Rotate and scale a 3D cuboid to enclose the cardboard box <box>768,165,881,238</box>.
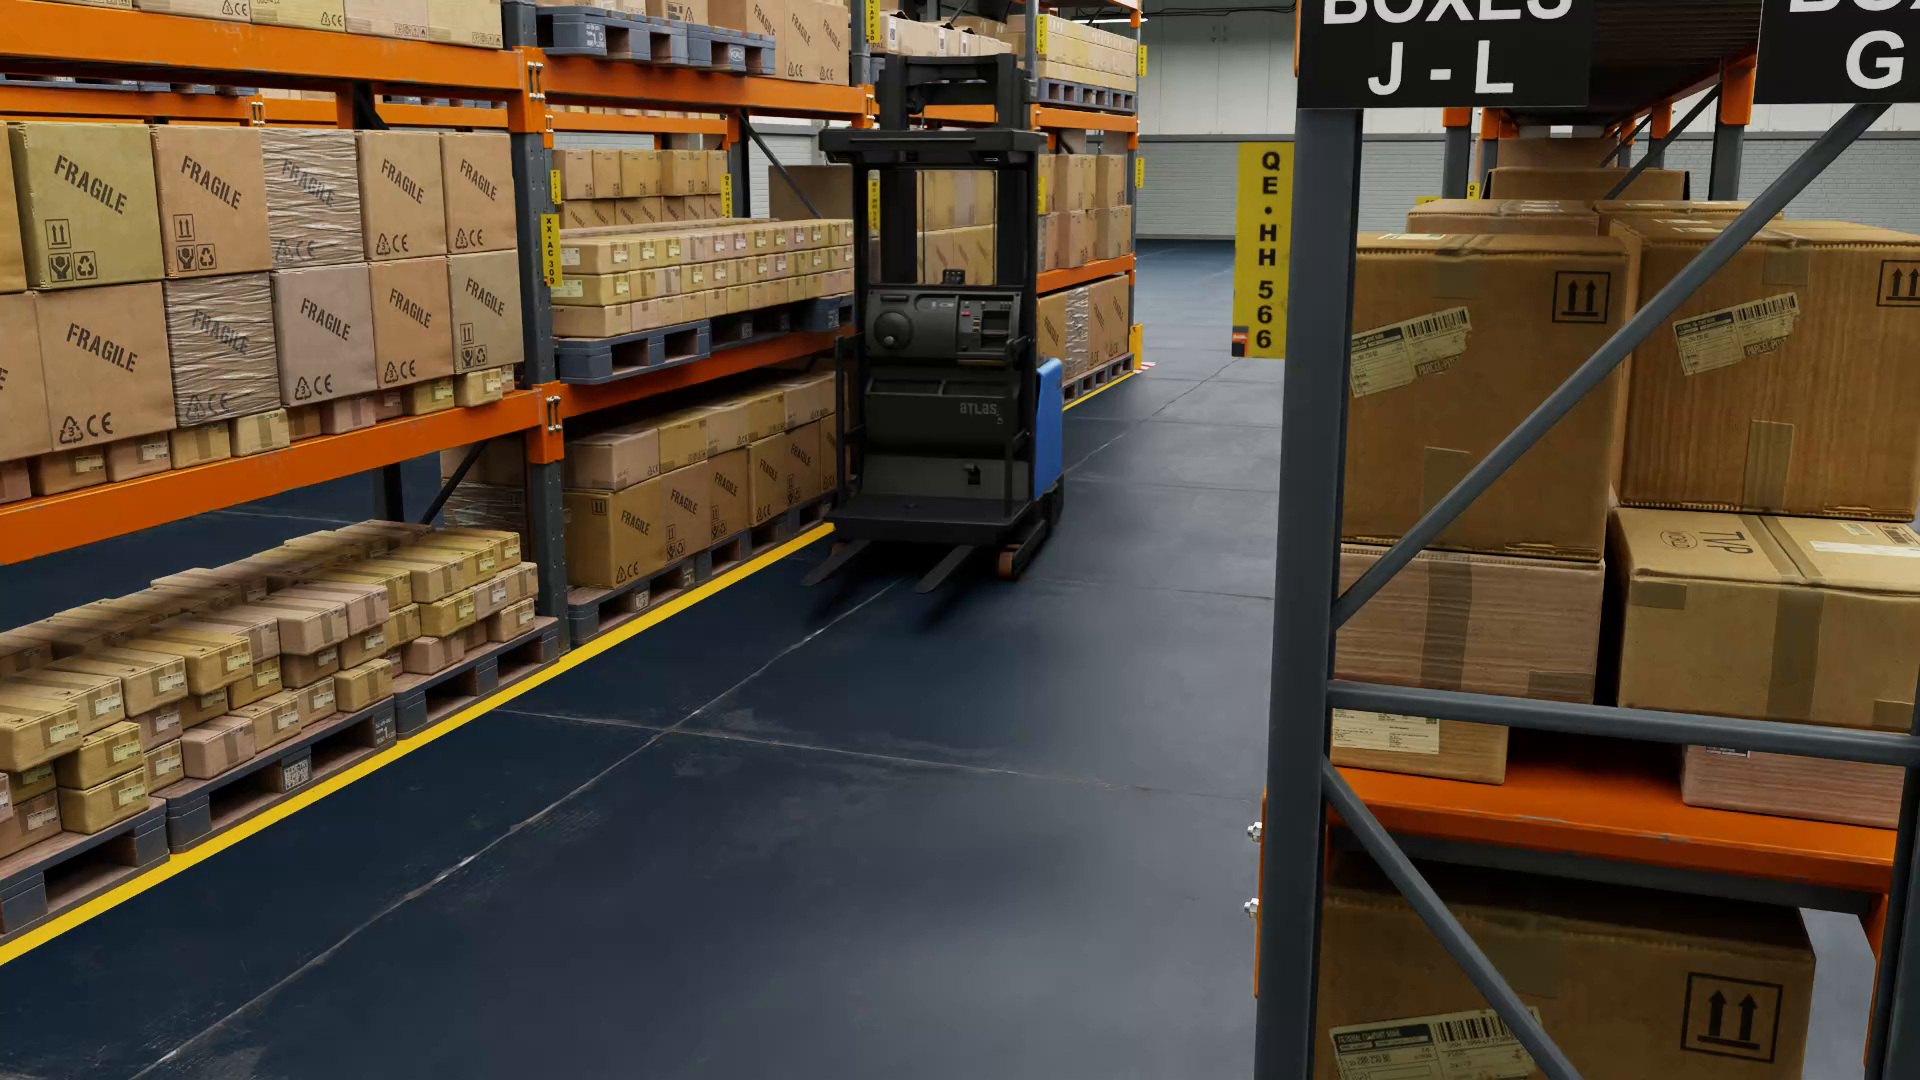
[{"bbox_3d":[-0.938,-2.411,11.839,0.700,0.500,0.500,4,14,18],"label":"cardboard box"}]

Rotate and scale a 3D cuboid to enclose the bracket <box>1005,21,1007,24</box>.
[{"bbox_3d":[1.756,-15.508,50.122,0.076,0.066,3.189,4,14,18],"label":"bracket"}]

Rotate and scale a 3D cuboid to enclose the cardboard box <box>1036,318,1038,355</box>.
[{"bbox_3d":[0.086,-1.594,14.843,1.050,0.750,0.750,4,14,18],"label":"cardboard box"}]

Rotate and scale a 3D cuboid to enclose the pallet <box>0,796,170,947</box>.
[{"bbox_3d":[-3.360,1.078,5.290,1.003,0.211,1.213,4,14,18],"label":"pallet"}]

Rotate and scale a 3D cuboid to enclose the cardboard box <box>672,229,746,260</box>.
[{"bbox_3d":[-1.406,-1.633,9.187,0.380,0.149,0.250,5,14,20],"label":"cardboard box"}]

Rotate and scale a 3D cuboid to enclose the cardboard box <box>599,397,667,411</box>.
[{"bbox_3d":[-2.048,-0.685,9.738,0.500,0.250,0.500,4,13,16],"label":"cardboard box"}]

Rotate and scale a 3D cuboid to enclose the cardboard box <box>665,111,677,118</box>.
[{"bbox_3d":[-3.420,-4.833,18.744,0.380,0.149,0.250,4,14,18],"label":"cardboard box"}]

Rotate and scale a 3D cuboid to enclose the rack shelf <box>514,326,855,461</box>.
[{"bbox_3d":[-1.739,-1.009,9.786,1.077,0.370,4.000,4,14,18],"label":"rack shelf"}]

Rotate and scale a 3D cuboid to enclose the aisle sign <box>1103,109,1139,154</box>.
[{"bbox_3d":[1.803,-4.726,18.612,0.394,0.787,0.004,4,14,18],"label":"aisle sign"}]

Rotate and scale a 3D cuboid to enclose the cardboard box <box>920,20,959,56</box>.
[{"bbox_3d":[-0.322,-3.804,12.703,0.500,0.311,0.500,4,13,17],"label":"cardboard box"}]

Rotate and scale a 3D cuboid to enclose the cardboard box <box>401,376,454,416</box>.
[{"bbox_3d":[-2.381,-0.625,7.052,0.380,0.149,0.250,5,14,21],"label":"cardboard box"}]

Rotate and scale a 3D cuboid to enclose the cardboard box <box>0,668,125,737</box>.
[{"bbox_3d":[-3.010,0.544,5.491,0.380,0.149,0.250,4,13,16],"label":"cardboard box"}]

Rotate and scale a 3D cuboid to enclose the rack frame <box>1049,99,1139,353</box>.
[{"bbox_3d":[1.496,-3.466,18.931,1.000,3.000,0.127,4,14,18],"label":"rack frame"}]

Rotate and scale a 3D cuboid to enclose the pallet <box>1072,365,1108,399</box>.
[{"bbox_3d":[0.915,-1.676,17.357,1.003,0.211,1.213,4,14,18],"label":"pallet"}]

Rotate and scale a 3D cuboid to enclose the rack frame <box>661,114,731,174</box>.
[{"bbox_3d":[-3.220,-3.801,20.399,1.000,3.000,0.127,4,14,18],"label":"rack frame"}]

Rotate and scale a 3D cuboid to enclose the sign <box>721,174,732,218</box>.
[{"bbox_3d":[-1.619,-2.385,11.594,0.100,0.325,0.005,4,14,18],"label":"sign"}]

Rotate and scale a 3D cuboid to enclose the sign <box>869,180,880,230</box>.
[{"bbox_3d":[-0.576,-2.270,11.268,0.100,0.325,0.005,4,14,18],"label":"sign"}]

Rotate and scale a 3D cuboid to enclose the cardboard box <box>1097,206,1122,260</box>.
[{"bbox_3d":[1.262,-3.340,18.043,0.875,0.550,0.550,4,14,18],"label":"cardboard box"}]

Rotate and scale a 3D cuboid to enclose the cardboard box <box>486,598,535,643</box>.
[{"bbox_3d":[-2.191,0.353,7.662,0.380,0.149,0.250,5,14,19],"label":"cardboard box"}]

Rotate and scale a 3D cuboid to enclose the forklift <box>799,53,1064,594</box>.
[{"bbox_3d":[-0.147,-1.293,9.567,1.130,2.935,3.031,3,13,13],"label":"forklift"}]

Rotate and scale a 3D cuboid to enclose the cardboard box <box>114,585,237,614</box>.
[{"bbox_3d":[-3.107,0.292,6.594,0.380,0.149,0.250,4,13,16],"label":"cardboard box"}]

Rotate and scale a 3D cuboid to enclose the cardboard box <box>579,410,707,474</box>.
[{"bbox_3d":[-1.728,-0.540,9.099,0.500,0.250,0.500,5,14,20],"label":"cardboard box"}]

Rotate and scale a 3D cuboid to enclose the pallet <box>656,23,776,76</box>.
[{"bbox_3d":[-1.753,-2.651,9.042,1.213,0.211,1.003,4,14,18],"label":"pallet"}]

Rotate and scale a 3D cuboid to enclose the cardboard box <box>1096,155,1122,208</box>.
[{"bbox_3d":[1.249,-3.867,17.927,0.875,0.550,0.550,4,14,18],"label":"cardboard box"}]

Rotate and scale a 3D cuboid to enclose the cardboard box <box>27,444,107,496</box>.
[{"bbox_3d":[-3.020,-0.248,5.398,0.380,0.149,0.250,4,14,18],"label":"cardboard box"}]

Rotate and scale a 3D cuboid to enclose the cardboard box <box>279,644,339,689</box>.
[{"bbox_3d":[-2.677,0.462,6.519,0.380,0.149,0.250,4,13,16],"label":"cardboard box"}]

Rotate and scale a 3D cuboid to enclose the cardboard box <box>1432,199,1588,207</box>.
[{"bbox_3d":[1.877,-0.916,5.742,0.500,0.500,0.500,4,14,18],"label":"cardboard box"}]

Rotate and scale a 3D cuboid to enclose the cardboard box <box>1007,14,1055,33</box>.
[{"bbox_3d":[0.641,-4.658,15.017,0.380,0.149,0.250,4,14,19],"label":"cardboard box"}]

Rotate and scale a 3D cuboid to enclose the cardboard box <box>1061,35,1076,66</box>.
[{"bbox_3d":[0.787,-4.600,15.661,0.500,0.250,0.500,4,14,18],"label":"cardboard box"}]

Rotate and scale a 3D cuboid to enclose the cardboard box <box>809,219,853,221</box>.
[{"bbox_3d":[-0.817,-2.017,10.869,0.380,0.149,0.250,4,13,16],"label":"cardboard box"}]

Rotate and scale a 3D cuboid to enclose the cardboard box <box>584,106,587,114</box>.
[{"bbox_3d":[-4.068,-4.458,17.101,0.380,0.149,0.250,4,14,18],"label":"cardboard box"}]

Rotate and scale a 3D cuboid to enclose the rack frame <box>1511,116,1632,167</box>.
[{"bbox_3d":[4.862,-2.245,13.583,1.000,3.000,0.127,4,14,18],"label":"rack frame"}]

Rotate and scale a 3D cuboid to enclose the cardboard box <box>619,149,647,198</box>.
[{"bbox_3d":[-3.793,-3.927,17.810,0.700,0.500,0.500,4,13,17],"label":"cardboard box"}]

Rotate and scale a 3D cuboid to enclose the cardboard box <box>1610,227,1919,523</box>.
[{"bbox_3d":[1.552,-0.343,3.232,0.500,0.500,0.500,4,13,17],"label":"cardboard box"}]

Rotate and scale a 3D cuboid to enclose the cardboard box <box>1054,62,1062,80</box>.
[{"bbox_3d":[0.723,-4.324,15.345,0.380,0.149,0.250,4,14,19],"label":"cardboard box"}]

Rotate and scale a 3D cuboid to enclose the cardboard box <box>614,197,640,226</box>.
[{"bbox_3d":[-3.793,-3.437,17.912,0.500,0.500,0.500,4,14,18],"label":"cardboard box"}]

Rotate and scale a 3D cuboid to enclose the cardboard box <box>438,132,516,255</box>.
[{"bbox_3d":[-2.283,-1.502,7.187,0.500,0.500,0.500,4,13,16],"label":"cardboard box"}]

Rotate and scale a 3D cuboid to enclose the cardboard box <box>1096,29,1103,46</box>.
[{"bbox_3d":[1.215,-5.031,16.654,0.380,0.149,0.250,4,14,19],"label":"cardboard box"}]

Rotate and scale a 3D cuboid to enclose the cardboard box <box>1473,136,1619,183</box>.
[{"bbox_3d":[4.473,-2.585,12.781,1.000,1.000,1.000,4,14,19],"label":"cardboard box"}]

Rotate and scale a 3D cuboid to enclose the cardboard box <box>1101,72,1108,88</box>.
[{"bbox_3d":[1.298,-4.697,16.982,0.380,0.149,0.250,4,14,19],"label":"cardboard box"}]

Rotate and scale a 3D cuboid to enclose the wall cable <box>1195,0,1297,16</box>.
[{"bbox_3d":[8.403,-16.590,48.359,3.097,2.526,0.112,4,14,18],"label":"wall cable"}]

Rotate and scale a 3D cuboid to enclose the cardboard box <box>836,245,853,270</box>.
[{"bbox_3d":[-0.906,-1.815,10.653,0.380,0.149,0.250,5,14,21],"label":"cardboard box"}]

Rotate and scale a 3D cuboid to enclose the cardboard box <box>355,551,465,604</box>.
[{"bbox_3d":[-2.374,0.159,7.175,0.380,0.149,0.250,4,14,18],"label":"cardboard box"}]

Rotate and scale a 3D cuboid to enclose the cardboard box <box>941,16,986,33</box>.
[{"bbox_3d":[0.019,-4.706,15.226,0.380,0.149,0.250,4,14,18],"label":"cardboard box"}]

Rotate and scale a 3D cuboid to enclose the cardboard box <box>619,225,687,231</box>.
[{"bbox_3d":[-1.849,-1.793,9.888,0.380,0.149,0.250,5,14,20],"label":"cardboard box"}]

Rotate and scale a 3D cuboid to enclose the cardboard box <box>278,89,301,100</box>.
[{"bbox_3d":[-5.463,-3.621,13.173,0.396,0.266,0.258,4,14,18],"label":"cardboard box"}]

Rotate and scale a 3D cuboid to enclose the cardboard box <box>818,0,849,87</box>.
[{"bbox_3d":[-1.037,-3.154,10.599,0.500,0.500,0.500,4,14,18],"label":"cardboard box"}]

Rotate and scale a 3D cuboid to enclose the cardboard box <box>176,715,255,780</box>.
[{"bbox_3d":[-2.786,0.735,5.991,0.380,0.149,0.250,4,13,16],"label":"cardboard box"}]

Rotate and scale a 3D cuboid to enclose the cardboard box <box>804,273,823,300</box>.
[{"bbox_3d":[-1.066,-1.568,10.237,0.380,0.149,0.250,4,14,18],"label":"cardboard box"}]

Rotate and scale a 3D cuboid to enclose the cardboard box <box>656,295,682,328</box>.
[{"bbox_3d":[-1.655,-1.182,8.547,0.380,0.149,0.250,4,14,19],"label":"cardboard box"}]

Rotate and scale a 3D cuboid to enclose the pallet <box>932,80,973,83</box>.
[{"bbox_3d":[-0.575,-3.527,12.881,1.003,0.211,1.213,5,14,21],"label":"pallet"}]

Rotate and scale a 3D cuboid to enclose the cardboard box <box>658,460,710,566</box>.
[{"bbox_3d":[-1.727,-0.173,9.179,0.500,0.500,0.500,5,14,21],"label":"cardboard box"}]

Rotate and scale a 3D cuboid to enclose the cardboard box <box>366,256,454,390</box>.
[{"bbox_3d":[-2.445,-0.901,6.803,0.500,0.500,0.500,4,13,17],"label":"cardboard box"}]

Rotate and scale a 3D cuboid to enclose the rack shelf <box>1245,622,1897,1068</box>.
[{"bbox_3d":[1.627,0.211,4.438,1.077,0.370,4.000,4,14,18],"label":"rack shelf"}]

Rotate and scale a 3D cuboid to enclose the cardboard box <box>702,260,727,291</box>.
[{"bbox_3d":[-1.490,-1.437,8.995,0.380,0.149,0.250,5,14,21],"label":"cardboard box"}]
